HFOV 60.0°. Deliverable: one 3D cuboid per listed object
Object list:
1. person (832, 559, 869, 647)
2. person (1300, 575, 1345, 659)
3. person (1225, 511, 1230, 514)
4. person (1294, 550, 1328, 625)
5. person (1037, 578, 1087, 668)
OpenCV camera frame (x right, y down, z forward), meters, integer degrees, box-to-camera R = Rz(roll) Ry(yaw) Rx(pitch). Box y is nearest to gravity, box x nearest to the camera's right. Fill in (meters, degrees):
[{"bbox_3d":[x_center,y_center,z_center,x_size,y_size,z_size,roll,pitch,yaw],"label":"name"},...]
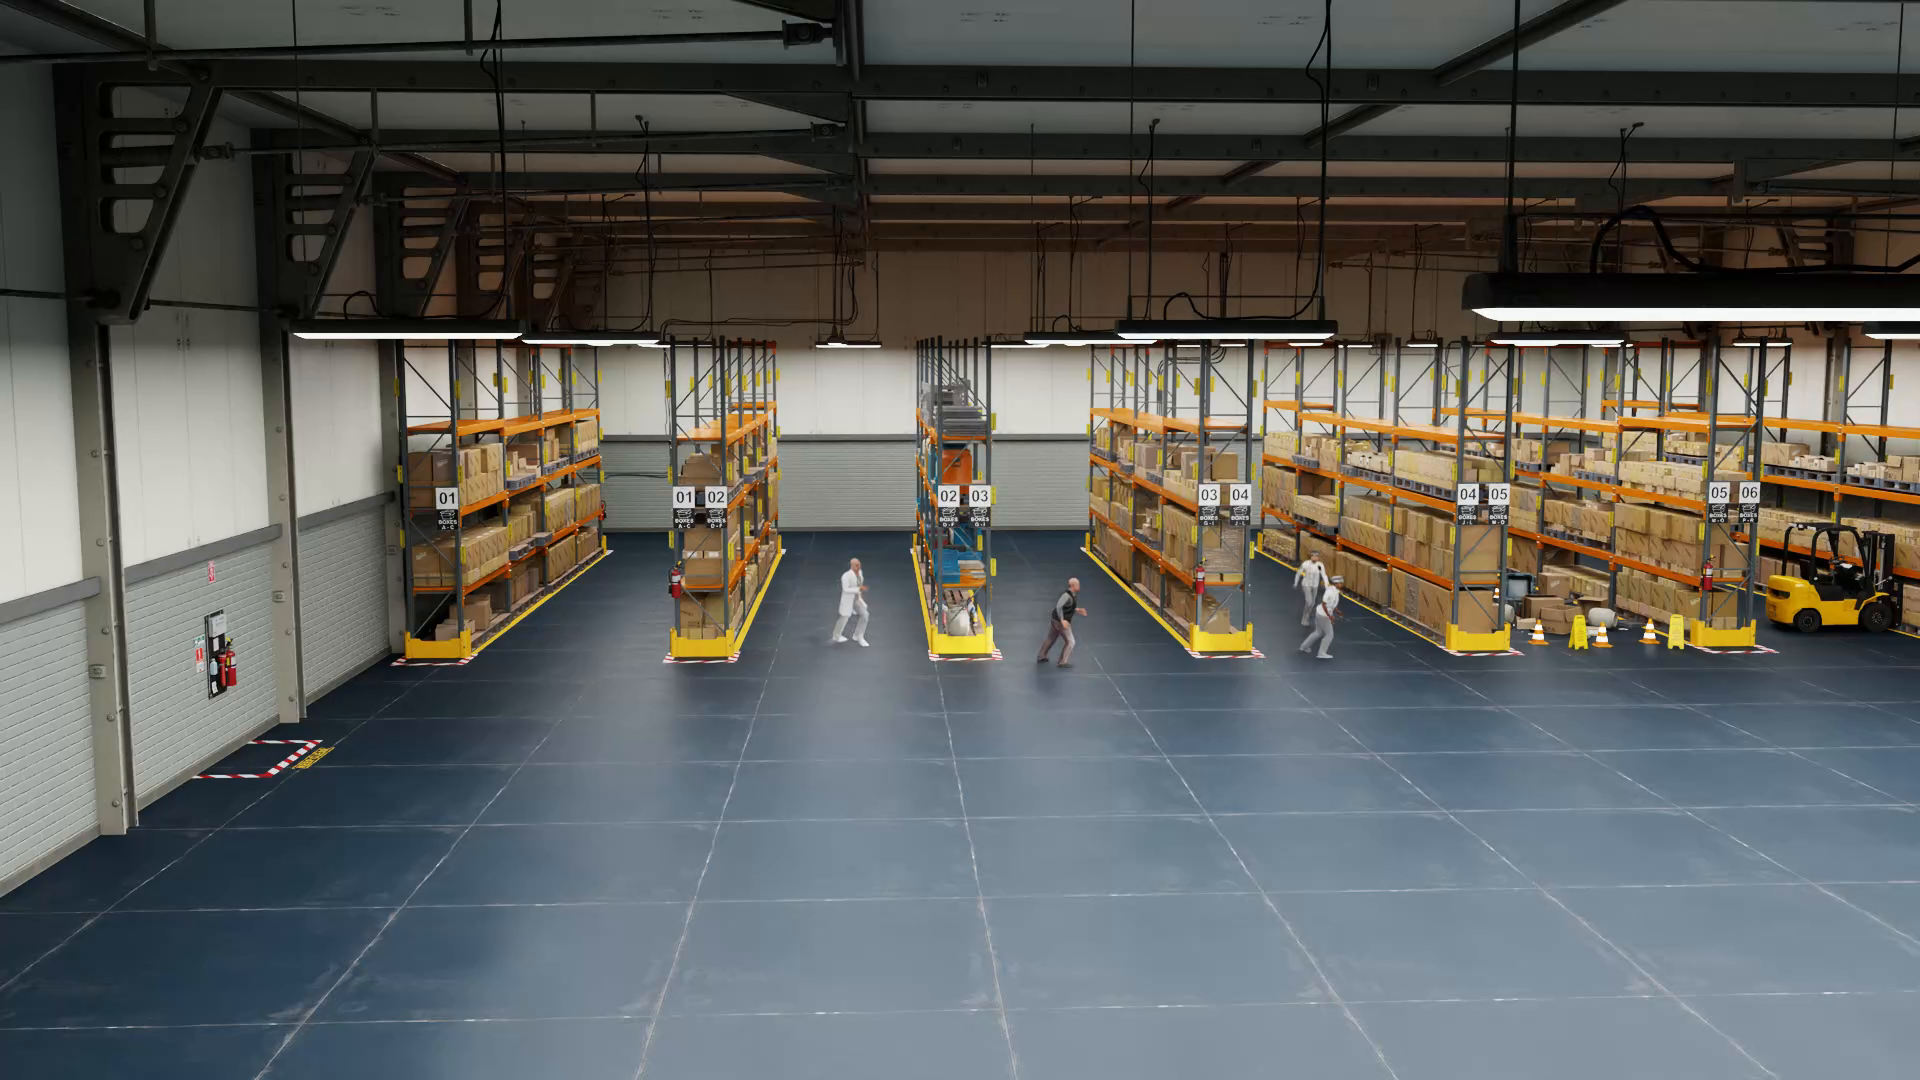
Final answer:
[{"bbox_3d":[-2.119,1.204,32.211,0.626,1.732,1.038,-6,9,-42],"label":"person"},{"bbox_3d":[6.766,1.419,31.039,0.792,1.584,0.522,2,7,18],"label":"person"},{"bbox_3d":[7.438,-0.481,47.204,0.712,1.826,0.679,1,7,10],"label":"person"},{"bbox_3d":[7.326,0.991,34.499,0.565,1.616,0.785,-2,7,-14],"label":"person"},{"bbox_3d":[1.862,1.496,30.197,0.897,1.649,0.707,0,6,-1],"label":"person"}]
